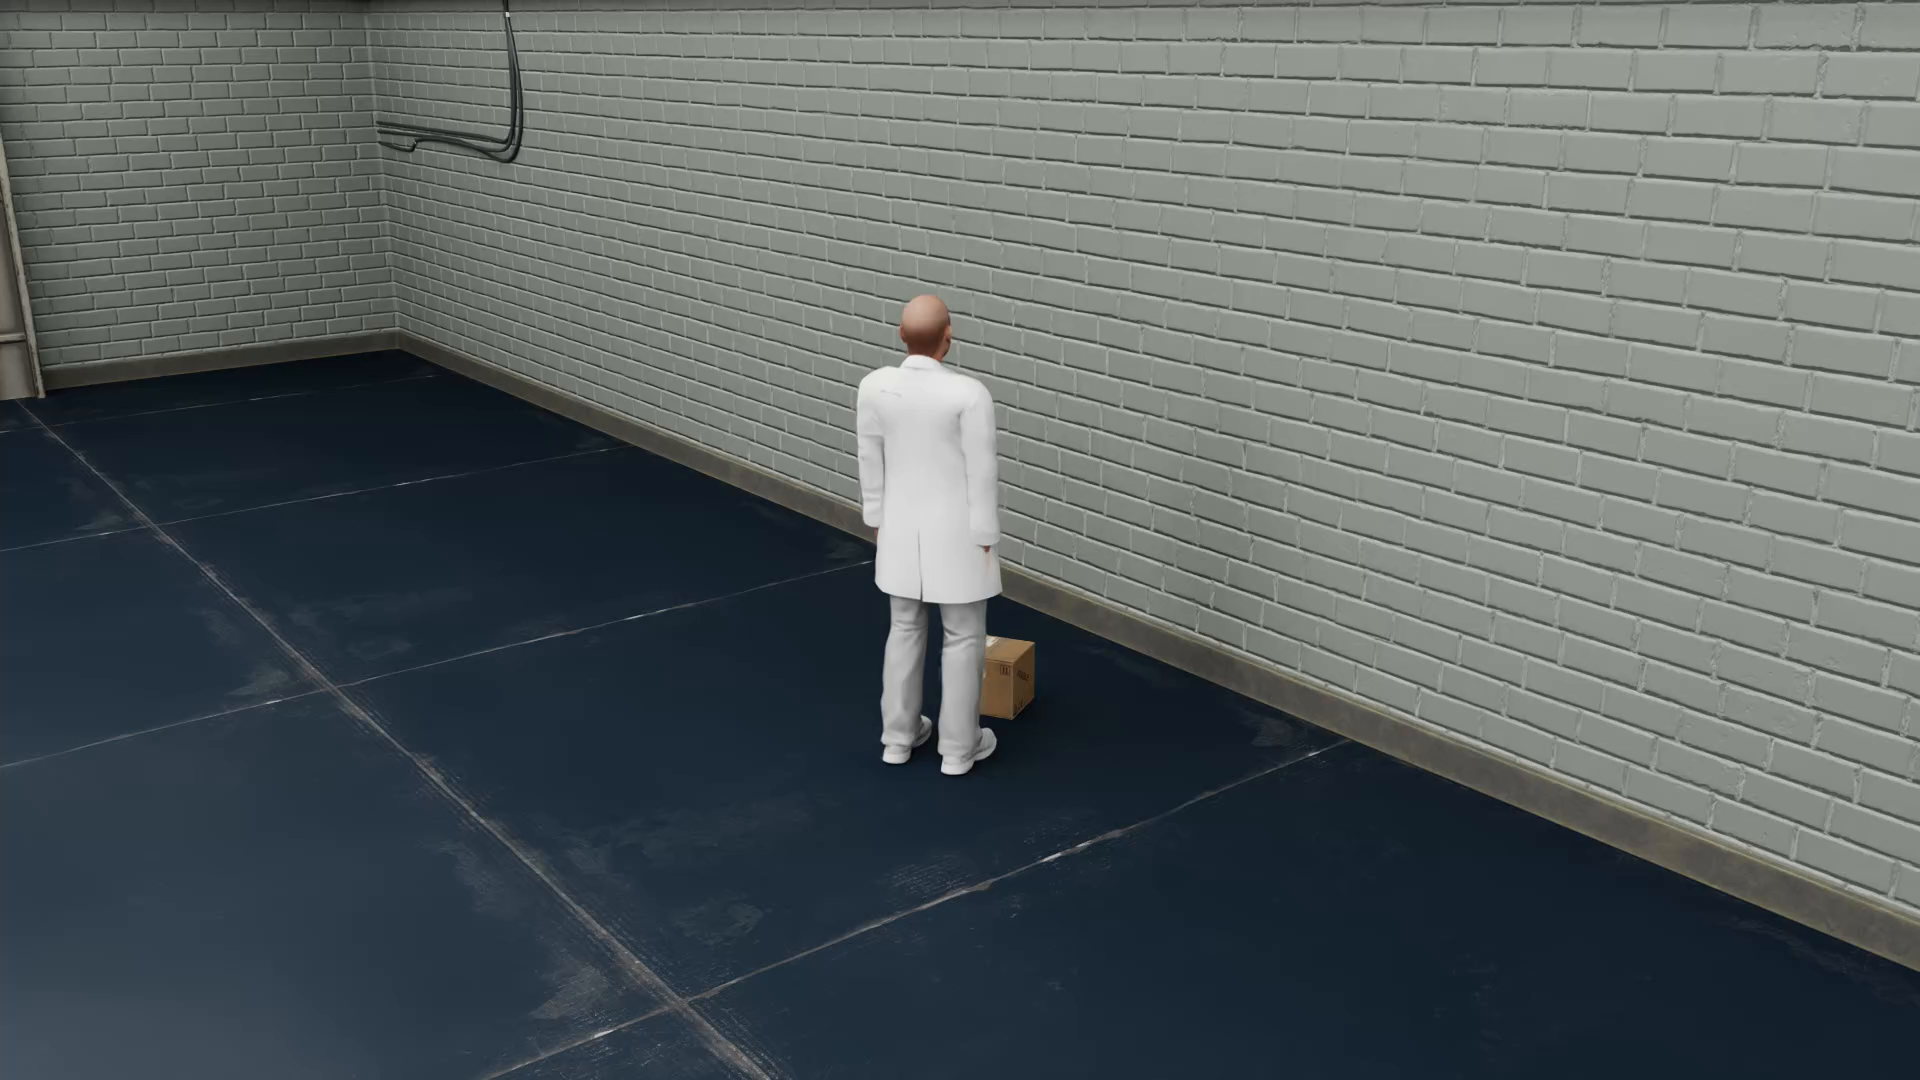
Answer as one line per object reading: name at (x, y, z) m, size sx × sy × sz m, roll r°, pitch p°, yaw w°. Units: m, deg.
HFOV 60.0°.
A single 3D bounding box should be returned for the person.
person at (-0.104, -0.026, 6.162) m, size 0.563 × 1.777 × 0.378 m, roll 8°, pitch 19°, yaw 23°
